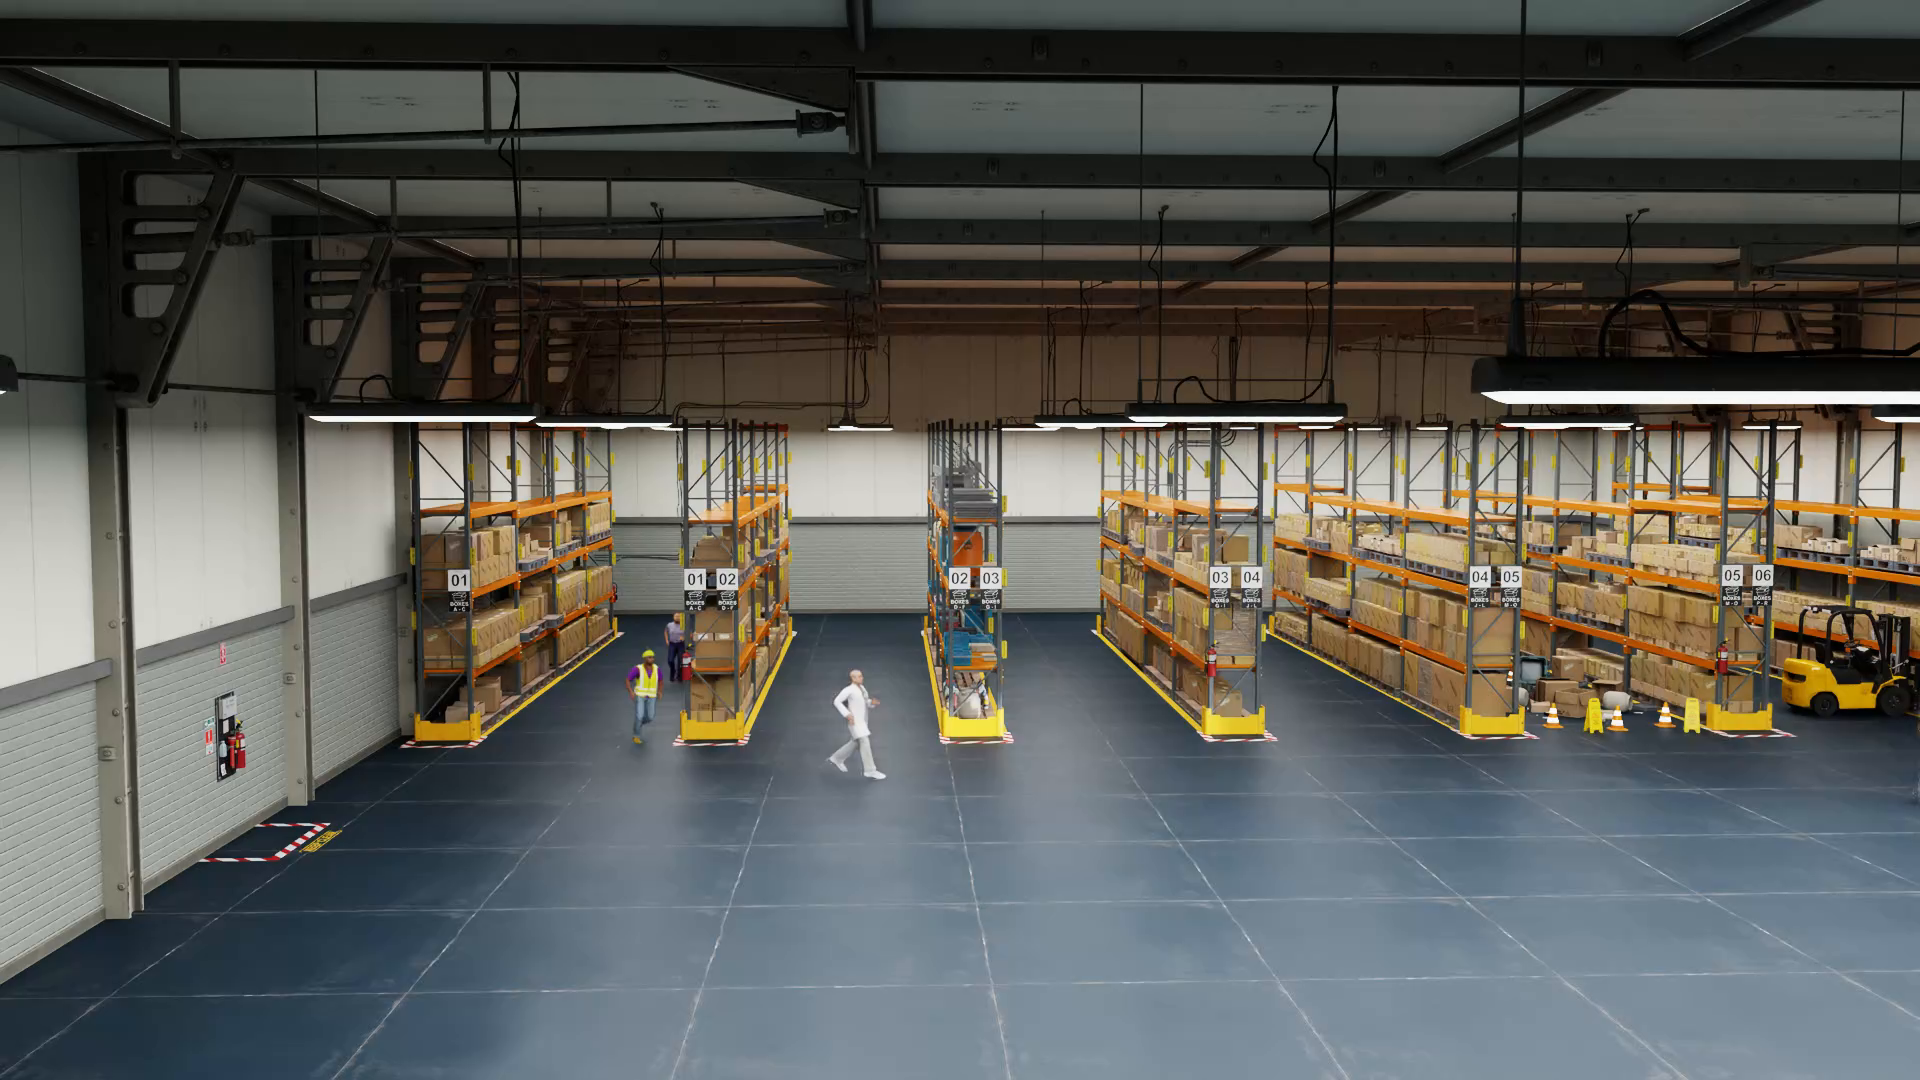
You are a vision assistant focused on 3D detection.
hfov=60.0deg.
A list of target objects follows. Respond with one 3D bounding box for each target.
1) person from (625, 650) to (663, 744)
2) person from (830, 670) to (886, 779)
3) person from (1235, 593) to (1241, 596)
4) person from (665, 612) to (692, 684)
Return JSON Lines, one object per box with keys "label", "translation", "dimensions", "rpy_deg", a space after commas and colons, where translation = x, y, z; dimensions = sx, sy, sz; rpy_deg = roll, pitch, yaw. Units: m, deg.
{"label": "person", "translation": [-5.850, 2.906, 30.921], "dimensions": [0.749, 1.716, 0.513], "rpy_deg": [-2, 4, -28]}
{"label": "person", "translation": [-1.708, 3.036, 27.595], "dimensions": [1.063, 1.765, 0.703], "rpy_deg": [1, 4, 19]}
{"label": "person", "translation": [7.719, 1.895, 47.021], "dimensions": [0.706, 1.641, 0.552], "rpy_deg": [1, 4, 14]}
{"label": "person", "translation": [-6.458, 2.474, 38.060], "dimensions": [0.663, 1.642, 0.593], "rpy_deg": [0, 4, 1]}
